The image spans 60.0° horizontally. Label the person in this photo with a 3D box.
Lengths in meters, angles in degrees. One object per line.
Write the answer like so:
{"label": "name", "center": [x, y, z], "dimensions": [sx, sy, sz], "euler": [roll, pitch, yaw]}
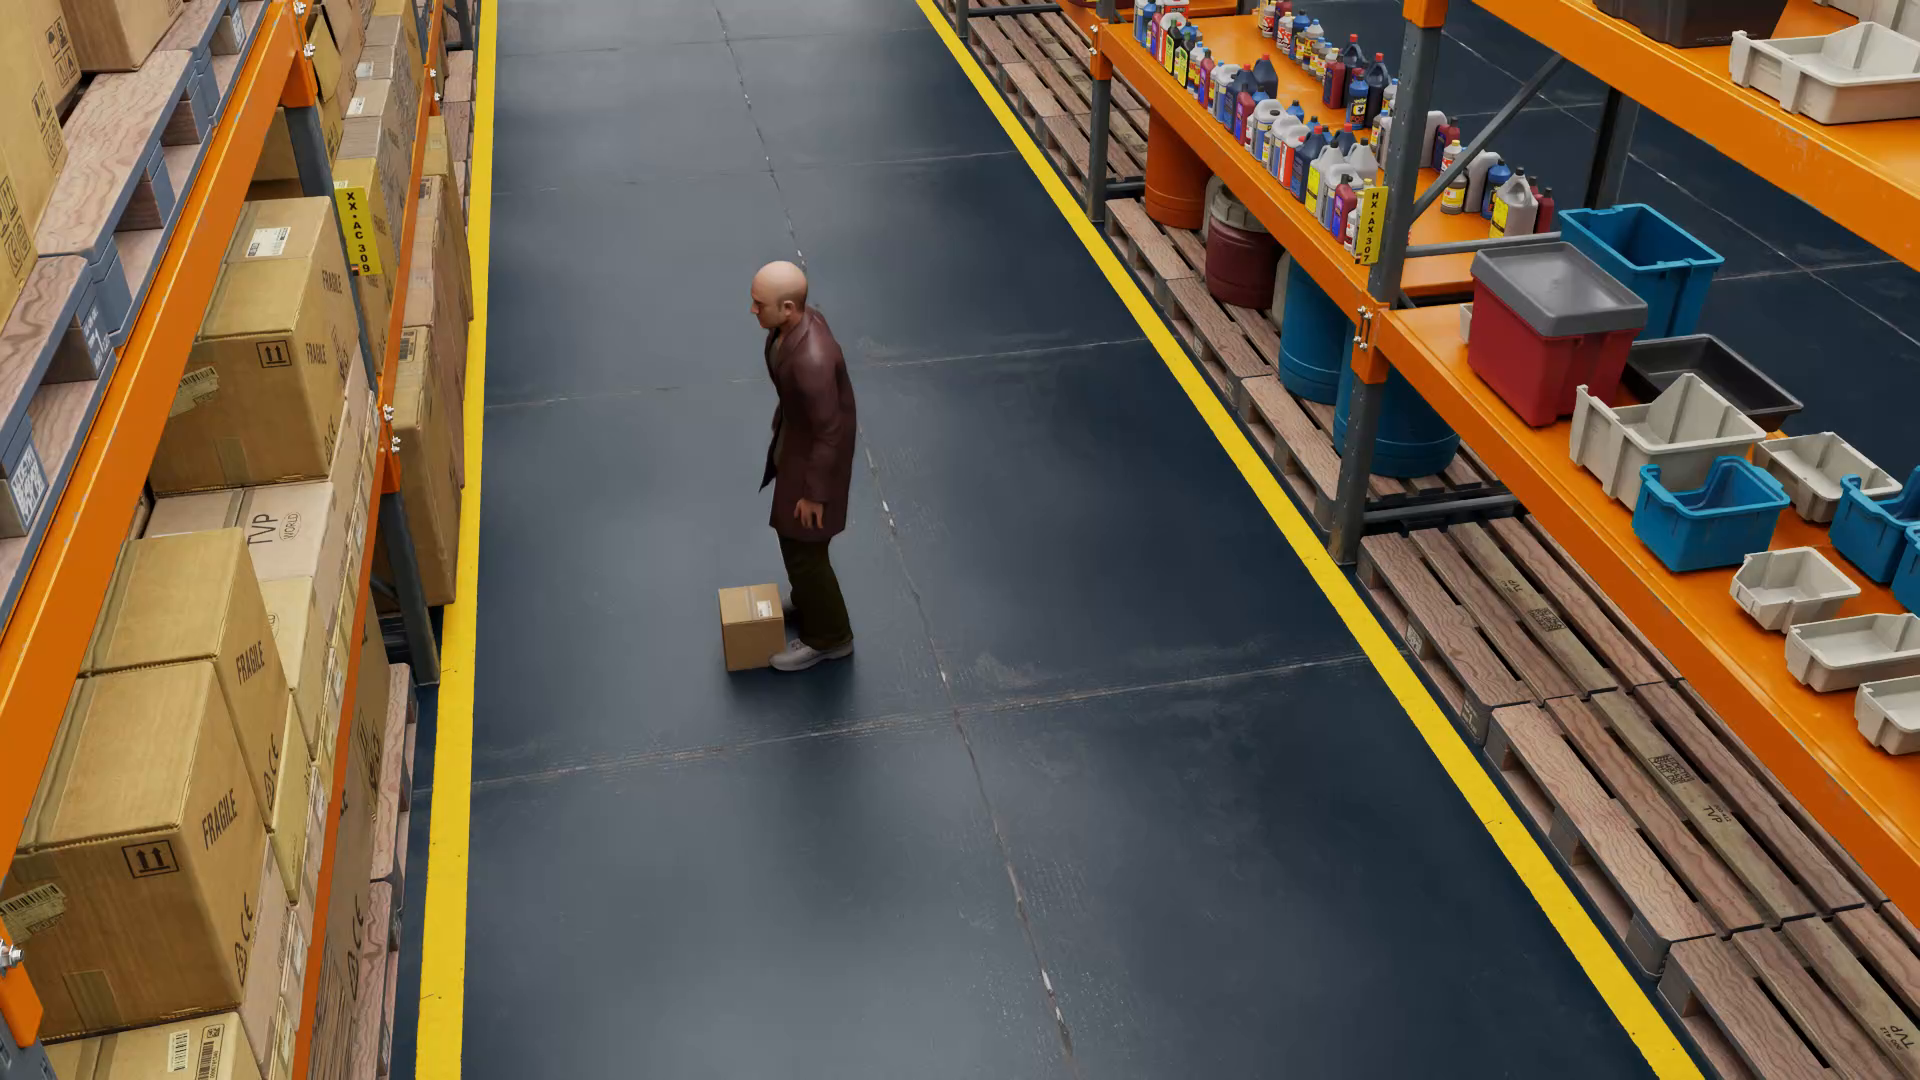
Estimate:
{"label": "person", "center": [-0.626, -0.297, 6.599], "dimensions": [0.429, 1.772, 0.647], "euler": [-9, 35, -13]}
